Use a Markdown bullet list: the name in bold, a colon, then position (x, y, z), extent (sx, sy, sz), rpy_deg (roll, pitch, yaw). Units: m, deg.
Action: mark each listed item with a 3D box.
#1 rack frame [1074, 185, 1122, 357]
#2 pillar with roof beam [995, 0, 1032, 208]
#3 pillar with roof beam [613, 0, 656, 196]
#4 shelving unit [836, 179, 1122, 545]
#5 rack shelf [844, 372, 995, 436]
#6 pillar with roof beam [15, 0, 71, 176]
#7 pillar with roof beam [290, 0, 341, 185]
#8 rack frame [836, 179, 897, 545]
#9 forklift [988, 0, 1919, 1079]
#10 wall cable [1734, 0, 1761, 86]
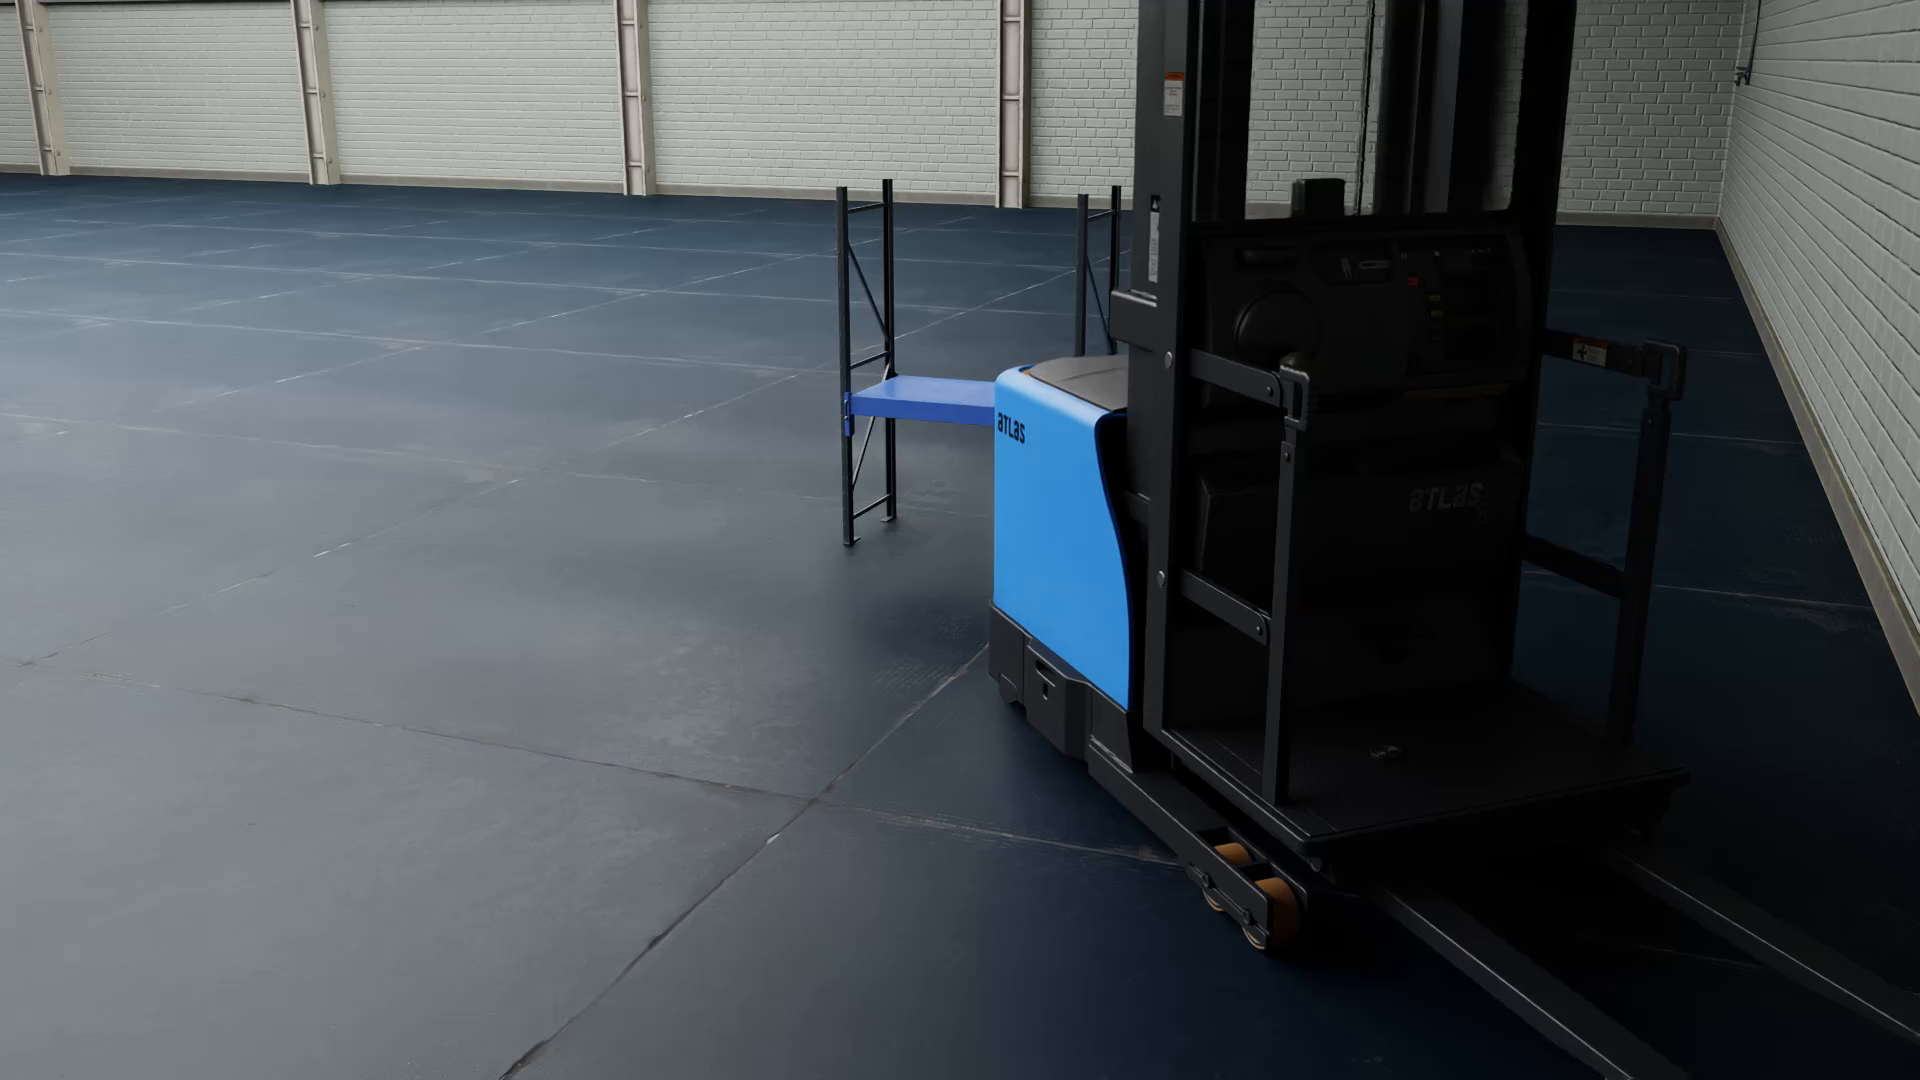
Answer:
- **rack frame**: position (0.552, -0.660, 6.755), extent (0.032, 1.500, 0.500), rpy_deg (6, 17, 21)
- **pillar with roof beam**: position (-0.850, -7.838, 18.032), extent (0.400, 9.000, 9.100), rpy_deg (6, 17, 21)
- **pillar with roof beam**: position (-6.431, -8.452, 20.146), extent (0.400, 9.000, 9.100), rpy_deg (6, 17, 21)
- **shelving unit**: position (0.079, -0.712, 6.934), extent (1.048, 1.500, 0.538), rpy_deg (6, 17, 21)
- **rack shelf**: position (0.079, -0.539, 6.985), extent (1.000, 0.185, 0.538), rpy_deg (6, 17, 21)
- **pillar with roof beam**: position (-17.594, -9.679, 24.374), extent (0.400, 9.000, 9.100), rpy_deg (6, 17, 21)
- **pillar with roof beam**: position (-12.013, -9.066, 22.260), extent (0.400, 9.000, 9.100), rpy_deg (6, 17, 21)
- **rack frame**: position (-0.394, -0.764, 7.114), extent (0.032, 1.500, 0.500), rpy_deg (6, 17, 21)
- **forklift**: position (1.090, -0.582, 3.921), extent (1.130, 2.935, 3.031), rpy_deg (-6, 17, -20)
- **wall cable**: position (8.567, -6.205, 17.977), extent (0.112, 2.526, 3.097), rpy_deg (6, 17, 21)
